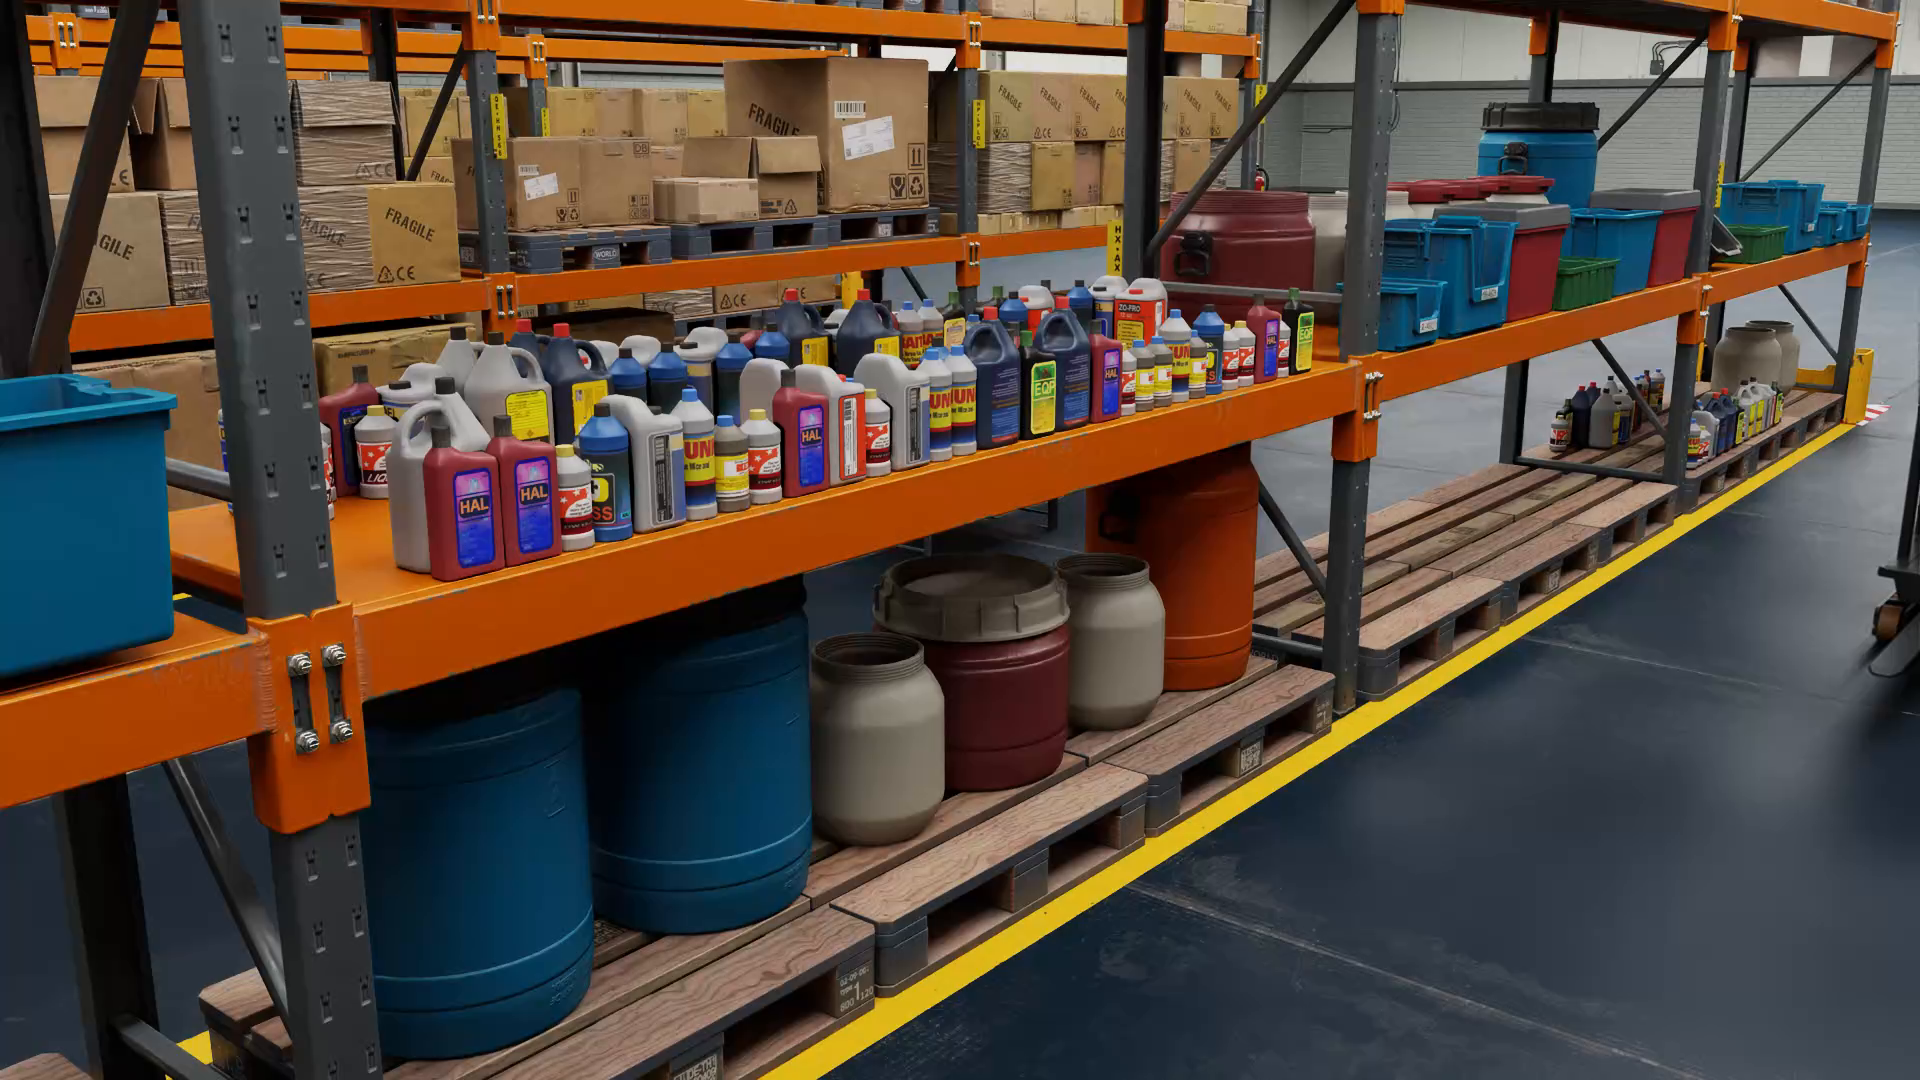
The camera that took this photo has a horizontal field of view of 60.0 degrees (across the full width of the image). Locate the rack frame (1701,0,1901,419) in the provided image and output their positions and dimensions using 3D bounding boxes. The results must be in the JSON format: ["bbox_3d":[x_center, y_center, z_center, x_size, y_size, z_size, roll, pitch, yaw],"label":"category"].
[{"bbox_3d":[6.065,-2.425,12.077,1.000,3.000,0.127,11,18,38],"label":"rack frame"}]

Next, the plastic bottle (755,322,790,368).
[{"bbox_3d":[-0.521,-0.469,4.640,0.097,0.271,0.097,0,14,0],"label":"plastic bottle"}]

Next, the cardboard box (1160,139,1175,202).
[{"bbox_3d":[1.277,-3.080,13.847,0.875,0.500,0.500,11,18,38],"label":"cardboard box"}]

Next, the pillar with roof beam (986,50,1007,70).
[{"bbox_3d":[4.164,-11.187,34.384,9.100,9.000,0.400,11,18,38],"label":"pillar with roof beam"}]

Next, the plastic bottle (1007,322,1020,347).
[{"bbox_3d":[0.168,-0.461,4.583,0.061,0.283,0.133,11,18,38],"label":"plastic bottle"}]

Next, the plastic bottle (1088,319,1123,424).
[{"bbox_3d":[0.396,-0.474,4.634,0.061,0.283,0.133,11,18,38],"label":"plastic bottle"}]

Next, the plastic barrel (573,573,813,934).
[{"bbox_3d":[-0.677,0.449,4.171,0.600,0.901,0.708,11,18,38],"label":"plastic barrel"}]

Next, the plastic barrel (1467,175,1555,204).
[{"bbox_3d":[2.779,-1.576,8.457,0.433,0.535,0.433,0,14,0],"label":"plastic barrel"}]

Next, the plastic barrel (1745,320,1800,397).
[{"bbox_3d":[5.711,-1.285,11.789,0.421,0.512,0.421,0,14,0],"label":"plastic barrel"}]

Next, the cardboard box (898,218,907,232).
[{"bbox_3d":[-0.395,-2.390,12.451,0.380,0.149,0.250,11,18,38],"label":"cardboard box"}]

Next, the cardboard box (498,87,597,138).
[{"bbox_3d":[-3.837,-3.874,15.282,0.875,0.550,0.550,11,18,38],"label":"cardboard box"}]

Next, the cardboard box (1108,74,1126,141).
[{"bbox_3d":[1.112,-3.439,13.229,0.500,0.500,0.500,11,18,38],"label":"cardboard box"}]

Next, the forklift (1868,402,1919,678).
[{"bbox_3d":[4.443,-0.969,6.485,1.130,2.935,3.031,12,18,38],"label":"forklift"}]

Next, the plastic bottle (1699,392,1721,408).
[{"bbox_3d":[4.636,-0.778,10.233,0.152,0.276,0.135,11,18,38],"label":"plastic bottle"}]

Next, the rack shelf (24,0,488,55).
[{"bbox_3d":[-4.073,-2.382,7.275,1.077,0.370,4.000,11,18,38],"label":"rack shelf"}]

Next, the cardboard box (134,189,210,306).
[{"bbox_3d":[-3.575,-1.381,7.762,0.500,0.500,0.500,11,18,36],"label":"cardboard box"}]

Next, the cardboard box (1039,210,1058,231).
[{"bbox_3d":[0.520,-2.446,12.669,0.380,0.149,0.250,11,18,38],"label":"cardboard box"}]

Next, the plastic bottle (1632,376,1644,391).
[{"bbox_3d":[4.405,-0.932,10.848,0.097,0.271,0.097,0,14,0],"label":"plastic bottle"}]

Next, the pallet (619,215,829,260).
[{"bbox_3d":[-1.603,-1.952,10.604,1.003,0.211,1.213,11,18,38],"label":"pallet"}]

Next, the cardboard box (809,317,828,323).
[{"bbox_3d":[-0.704,-1.313,11.883,0.700,0.500,0.500,10,17,33],"label":"cardboard box"}]

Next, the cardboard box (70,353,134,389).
[{"bbox_3d":[-4.382,-0.364,7.427,1.225,0.875,0.875,10,18,36],"label":"cardboard box"}]

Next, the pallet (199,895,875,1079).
[{"bbox_3d":[-0.960,1.083,3.931,1.003,0.211,1.213,11,18,38],"label":"pallet"}]

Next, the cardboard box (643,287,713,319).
[{"bbox_3d":[-3.083,-2.669,16.500,0.875,0.875,0.875,11,18,38],"label":"cardboard box"}]

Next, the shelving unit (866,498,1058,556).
[{"bbox_3d":[-0.004,-0.544,8.479,0.538,1.125,1.048,11,18,38],"label":"shelving unit"}]

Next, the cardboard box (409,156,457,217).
[{"bbox_3d":[-4.533,-3.023,14.227,0.500,0.500,0.500,11,18,37],"label":"cardboard box"}]

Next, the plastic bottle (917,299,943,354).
[{"bbox_3d":[-0.100,-0.622,5.239,0.097,0.271,0.097,0,14,0],"label":"plastic bottle"}]

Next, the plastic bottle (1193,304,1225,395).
[{"bbox_3d":[0.760,-0.586,5.101,0.097,0.271,0.097,0,14,0],"label":"plastic bottle"}]

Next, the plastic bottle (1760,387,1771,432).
[{"bbox_3d":[4.985,-0.828,10.429,0.152,0.276,0.135,11,18,36],"label":"plastic bottle"}]

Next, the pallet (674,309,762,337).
[{"bbox_3d":[-2.791,-2.229,16.969,1.003,0.211,1.213,11,18,38],"label":"pallet"}]

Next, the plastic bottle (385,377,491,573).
[{"bbox_3d":[-0.978,-0.128,3.135,0.144,0.351,0.185,11,18,38],"label":"plastic bottle"}]

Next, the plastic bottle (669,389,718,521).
[{"bbox_3d":[-0.566,-0.182,3.510,0.097,0.271,0.097,0,14,0],"label":"plastic bottle"}]

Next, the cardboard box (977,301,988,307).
[{"bbox_3d":[0.335,-1.599,13.049,0.500,0.500,0.500,-9,17,-32],"label":"cardboard box"}]

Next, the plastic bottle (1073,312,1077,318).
[{"bbox_3d":[0.358,-0.727,5.797,0.097,0.201,0.097,0,14,0],"label":"plastic bottle"}]

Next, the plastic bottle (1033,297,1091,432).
[{"bbox_3d":[0.264,-0.483,4.531,0.144,0.351,0.185,11,18,38],"label":"plastic bottle"}]

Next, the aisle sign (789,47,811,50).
[{"bbox_3d":[-1.771,-5.299,18.108,0.394,0.787,0.004,11,18,38],"label":"aisle sign"}]

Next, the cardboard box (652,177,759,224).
[{"bbox_3d":[-1.583,-2.076,10.154,0.500,0.250,0.500,11,18,36],"label":"cardboard box"}]

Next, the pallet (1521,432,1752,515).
[{"bbox_3d":[4.005,-0.430,9.886,1.003,0.211,1.213,11,18,38],"label":"pallet"}]

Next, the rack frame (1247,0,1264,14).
[{"bbox_3d":[2.213,-6.099,14.356,1.000,3.000,0.127,11,18,38],"label":"rack frame"}]

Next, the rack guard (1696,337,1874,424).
[{"bbox_3d":[6.054,-1.192,12.299,1.175,0.500,0.348,11,18,38],"label":"rack guard"}]

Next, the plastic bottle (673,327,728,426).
[{"bbox_3d":[-0.704,-0.429,4.472,0.152,0.276,0.135,11,18,38],"label":"plastic bottle"}]

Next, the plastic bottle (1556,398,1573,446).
[{"bbox_3d":[3.597,-0.699,9.906,0.061,0.283,0.133,12,19,40],"label":"plastic bottle"}]

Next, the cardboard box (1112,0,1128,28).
[{"bbox_3d":[1.155,-4.151,13.084,0.500,0.250,0.500,11,18,37],"label":"cardboard box"}]

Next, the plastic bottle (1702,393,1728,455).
[{"bbox_3d":[4.381,-0.679,9.689,0.144,0.351,0.185,12,18,39],"label":"plastic bottle"}]

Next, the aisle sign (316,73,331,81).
[{"bbox_3d":[-9.089,-6.720,23.703,0.394,0.787,0.004,11,18,38],"label":"aisle sign"}]

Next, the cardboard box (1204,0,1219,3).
[{"bbox_3d":[1.939,-4.563,13.897,0.380,0.149,0.250,10,18,35],"label":"cardboard box"}]

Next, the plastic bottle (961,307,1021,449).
[{"bbox_3d":[0.064,-0.422,4.291,0.144,0.351,0.185,11,18,38],"label":"plastic bottle"}]

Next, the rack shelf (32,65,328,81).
[{"bbox_3d":[-10.616,-6.215,22.364,1.077,0.370,4.000,11,18,38],"label":"rack shelf"}]

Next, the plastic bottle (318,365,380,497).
[{"bbox_3d":[-1.371,-0.247,3.741,0.061,0.283,0.133,11,18,38],"label":"plastic bottle"}]

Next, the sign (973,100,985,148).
[{"bbox_3d":[0.132,-2.902,11.601,0.100,0.325,0.005,11,18,38],"label":"sign"}]

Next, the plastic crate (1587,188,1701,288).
[{"bbox_3d":[3.485,-1.550,8.502,0.402,0.464,0.583,11,18,38],"label":"plastic crate"}]

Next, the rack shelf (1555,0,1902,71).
[{"bbox_3d":[4.808,-3.147,10.289,1.077,0.370,4.000,11,18,38],"label":"rack shelf"}]
